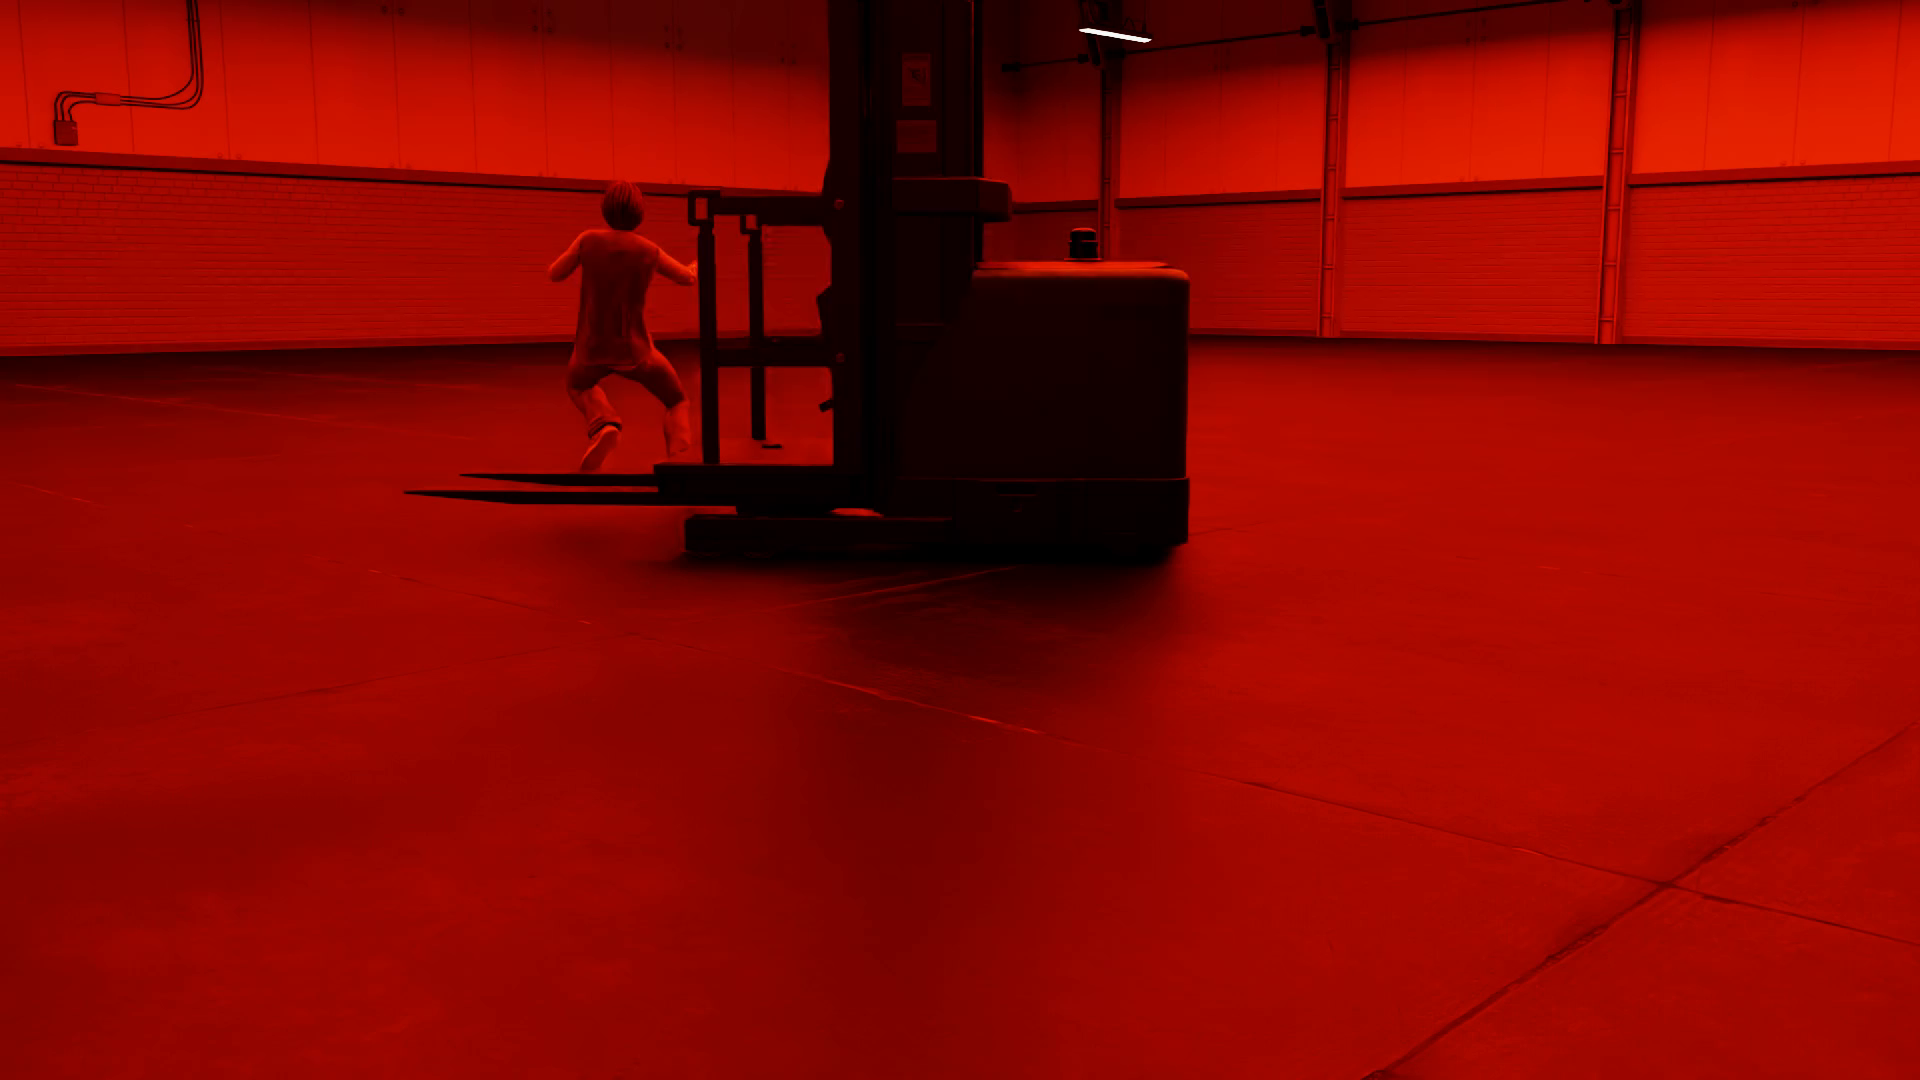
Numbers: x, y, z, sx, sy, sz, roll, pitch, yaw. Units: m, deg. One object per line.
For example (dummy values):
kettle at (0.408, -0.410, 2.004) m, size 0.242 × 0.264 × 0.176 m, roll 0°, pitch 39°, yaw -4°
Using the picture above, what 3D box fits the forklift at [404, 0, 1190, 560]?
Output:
forklift at (-0.635, -1.452, 6.519) m, size 3.031 × 2.935 × 1.130 m, roll 1°, pitch 9°, yaw 3°

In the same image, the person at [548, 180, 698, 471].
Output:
person at (-1.519, -0.903, 7.641) m, size 0.688 × 1.443 × 0.704 m, roll -1°, pitch 9°, yaw -4°
